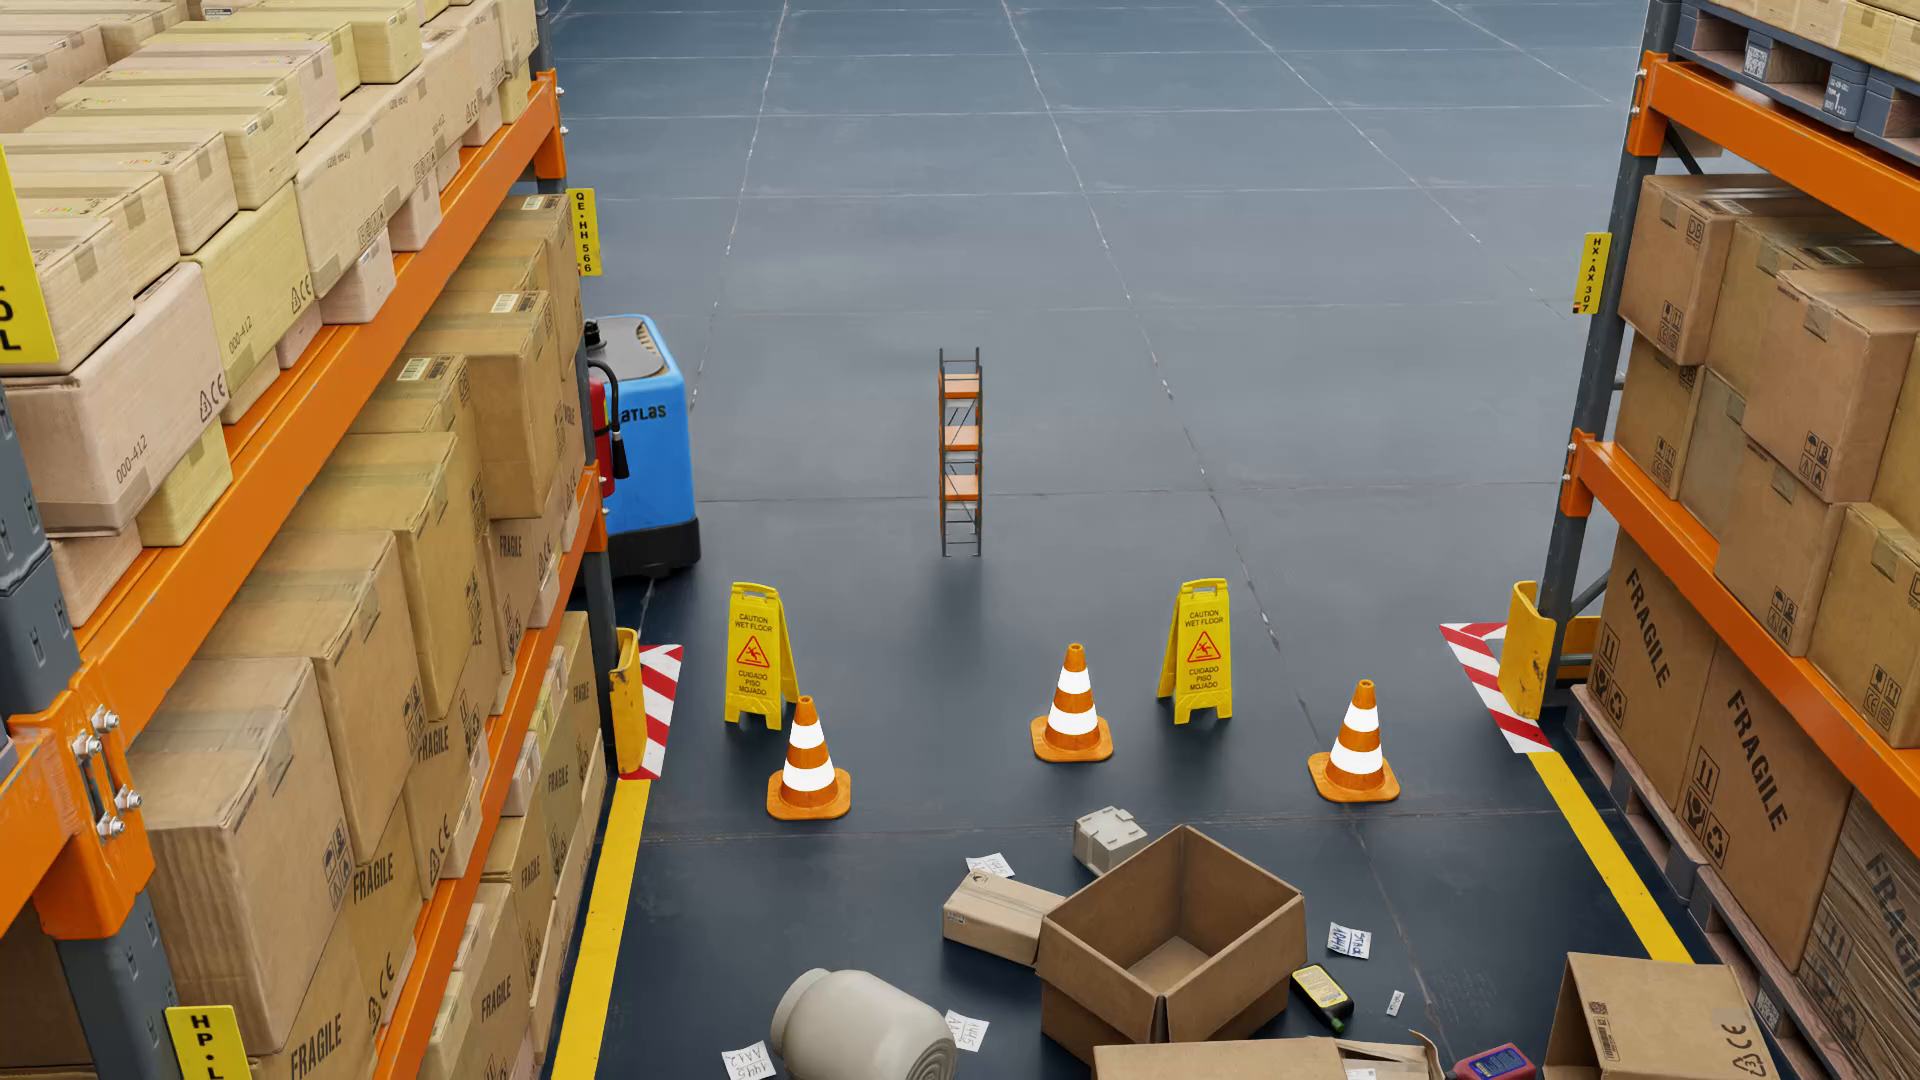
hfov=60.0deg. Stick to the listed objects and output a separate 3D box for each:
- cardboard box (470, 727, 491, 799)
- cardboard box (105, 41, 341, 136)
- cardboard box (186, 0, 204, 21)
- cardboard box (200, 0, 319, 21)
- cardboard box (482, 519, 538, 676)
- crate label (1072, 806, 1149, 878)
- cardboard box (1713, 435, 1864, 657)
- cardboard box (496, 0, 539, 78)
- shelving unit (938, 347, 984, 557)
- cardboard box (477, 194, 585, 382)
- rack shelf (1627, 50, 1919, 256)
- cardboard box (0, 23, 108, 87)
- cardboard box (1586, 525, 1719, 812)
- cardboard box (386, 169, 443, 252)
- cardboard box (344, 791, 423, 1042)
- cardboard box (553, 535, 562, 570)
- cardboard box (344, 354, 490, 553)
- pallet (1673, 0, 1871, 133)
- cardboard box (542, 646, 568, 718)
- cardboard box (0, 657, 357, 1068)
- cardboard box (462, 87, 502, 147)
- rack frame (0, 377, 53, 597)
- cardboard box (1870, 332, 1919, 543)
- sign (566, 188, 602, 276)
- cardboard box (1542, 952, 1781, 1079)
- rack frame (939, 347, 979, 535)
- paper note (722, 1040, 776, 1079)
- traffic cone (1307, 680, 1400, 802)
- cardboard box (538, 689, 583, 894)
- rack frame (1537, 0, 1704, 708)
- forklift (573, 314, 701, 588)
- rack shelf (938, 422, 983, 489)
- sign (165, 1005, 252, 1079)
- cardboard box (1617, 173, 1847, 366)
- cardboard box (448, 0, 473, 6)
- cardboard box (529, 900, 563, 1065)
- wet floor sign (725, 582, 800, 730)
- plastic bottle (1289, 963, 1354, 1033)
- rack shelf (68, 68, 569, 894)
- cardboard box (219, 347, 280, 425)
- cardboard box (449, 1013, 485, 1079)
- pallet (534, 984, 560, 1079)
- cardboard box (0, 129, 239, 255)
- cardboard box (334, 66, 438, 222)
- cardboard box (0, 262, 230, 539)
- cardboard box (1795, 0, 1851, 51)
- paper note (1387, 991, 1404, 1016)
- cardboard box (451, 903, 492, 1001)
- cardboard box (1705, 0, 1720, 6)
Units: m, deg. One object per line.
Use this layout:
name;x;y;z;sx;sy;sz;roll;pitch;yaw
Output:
cardboard box;-1.510;0.637;4.557;0.380;0.149;0.250;-1;28;-3
cardboard box;-1.529;-0.940;3.475;0.380;0.149;0.250;-2;28;-3
cardboard box;-2.082;-1.402;4.361;0.380;0.149;0.250;-2;28;-3
cardboard box;-1.650;-1.294;4.154;0.380;0.149;0.250;-2;28;-4
cardboard box;-1.577;0.068;4.945;0.500;0.500;0.500;-2;28;-3
crate label;0.580;1.153;6.392;0.250;0.136;0.298;-17;32;-29
cardboard box;3.032;-0.009;5.362;0.875;0.550;0.550;-1;28;-3
cardboard box;-1.629;-1.627;5.223;0.500;0.250;0.500;-2;28;-3
shelving unit;0.003;-0.441;8.460;0.215;1.050;0.252;-1;28;-3
cardboard box;-1.680;-0.851;5.626;0.700;0.500;0.500;-2;28;-4
rack shelf;3.118;-0.715;4.412;1.077;0.370;4.000;-1;28;-3
cardboard box;-2.126;-1.042;3.669;0.380;0.149;0.250;-1;28;-2
cardboard box;3.115;0.439;6.507;0.875;0.875;0.875;-1;28;-2
cardboard box;-1.502;-0.814;4.095;0.380;0.149;0.250;-2;28;-3
cardboard box;-1.510;0.768;3.604;0.500;0.500;0.500;-1;28;-3
cardboard box;-1.575;0.050;5.681;0.380;0.149;0.250;-2;28;-4
cardboard box;-1.644;-0.150;4.283;0.700;0.500;0.500;-2;28;-3
pallet;3.063;-1.576;5.381;1.003;0.211;1.213;-1;28;-3
cardboard box;-1.536;0.483;5.588;0.380;0.149;0.250;-1;28;-1
cardboard box;-1.522;0.557;2.927;0.700;0.500;0.500;-2;28;-3
cardboard box;-1.601;-1.285;4.997;0.380;0.149;0.250;-1;28;-1
rack frame;-1.716;-1.275;1.463;1.000;3.000;0.127;-1;28;-3
cardboard box;3.166;-0.246;4.648;0.875;0.550;0.500;-1;28;-3
sign;-1.369;-1.119;6.059;0.100;0.325;0.005;-1;28;-3
cardboard box;2.117;1.634;5.073;0.500;0.500;0.500;3;28;6
rack frame;-0.004;-0.497;8.568;0.200;1.050;0.008;-1;28;-3
paper note;-0.692;1.710;5.439;0.142;0.019;0.148;-11;30;-20
traffic cone;1.623;0.776;6.761;0.336;0.463;0.334;-1;28;-3
cardboard box;-1.592;0.843;5.598;0.500;0.500;0.500;0;28;-1
rack frame;3.014;-0.628;6.710;1.000;3.000;0.127;-1;28;-3
forklift;-2.885;-1.113;7.714;3.031;2.935;1.130;-9;29;-17
rack shelf;0.003;-0.431;8.465;0.215;0.259;0.240;-1;28;-3
sign;-1.162;0.857;2.611;0.100;0.325;0.005;-1;28;-3
cardboard box;2.994;-1.001;6.096;0.875;0.550;0.550;-1;28;-3
cardboard box;-1.605;-1.647;4.831;0.380;0.149;0.250;-2;28;-3
cardboard box;-1.562;1.419;5.305;0.500;0.250;0.500;-2;28;-4
wet floor sign;-0.866;0.468;7.154;0.267;0.644;0.232;8;29;15
plastic bottle;1.250;1.567;5.680;0.133;0.061;0.283;-11;30;-20
rack shelf;-1.820;-0.549;4.094;1.077;0.370;4.000;-1;28;-3
cardboard box;-1.541;-0.334;3.174;0.380;0.149;0.250;-1;28;-1
cardboard box;-1.517;1.560;4.224;0.500;0.500;0.500;0;28;-1
pallet;-1.853;1.748;5.171;1.003;0.211;1.213;-1;28;-3
cardboard box;-1.454;-0.582;2.787;0.380;0.149;0.250;-2;28;-4
cardboard box;-1.543;-0.922;3.872;0.500;0.250;0.500;-1;28;-2
cardboard box;-1.465;-0.220;2.525;0.500;0.250;0.500;-2;28;-4
cardboard box;2.752;-1.561;4.964;0.380;0.149;0.250;-1;28;-2
paper note;1.492;1.587;5.697;0.032;0.001;0.123;13;30;24
cardboard box;-1.469;1.099;4.407;0.380;0.149;0.250;0;28;0
cardboard box;2.711;-1.911;5.636;0.380;0.149;0.250;-1;28;-2
